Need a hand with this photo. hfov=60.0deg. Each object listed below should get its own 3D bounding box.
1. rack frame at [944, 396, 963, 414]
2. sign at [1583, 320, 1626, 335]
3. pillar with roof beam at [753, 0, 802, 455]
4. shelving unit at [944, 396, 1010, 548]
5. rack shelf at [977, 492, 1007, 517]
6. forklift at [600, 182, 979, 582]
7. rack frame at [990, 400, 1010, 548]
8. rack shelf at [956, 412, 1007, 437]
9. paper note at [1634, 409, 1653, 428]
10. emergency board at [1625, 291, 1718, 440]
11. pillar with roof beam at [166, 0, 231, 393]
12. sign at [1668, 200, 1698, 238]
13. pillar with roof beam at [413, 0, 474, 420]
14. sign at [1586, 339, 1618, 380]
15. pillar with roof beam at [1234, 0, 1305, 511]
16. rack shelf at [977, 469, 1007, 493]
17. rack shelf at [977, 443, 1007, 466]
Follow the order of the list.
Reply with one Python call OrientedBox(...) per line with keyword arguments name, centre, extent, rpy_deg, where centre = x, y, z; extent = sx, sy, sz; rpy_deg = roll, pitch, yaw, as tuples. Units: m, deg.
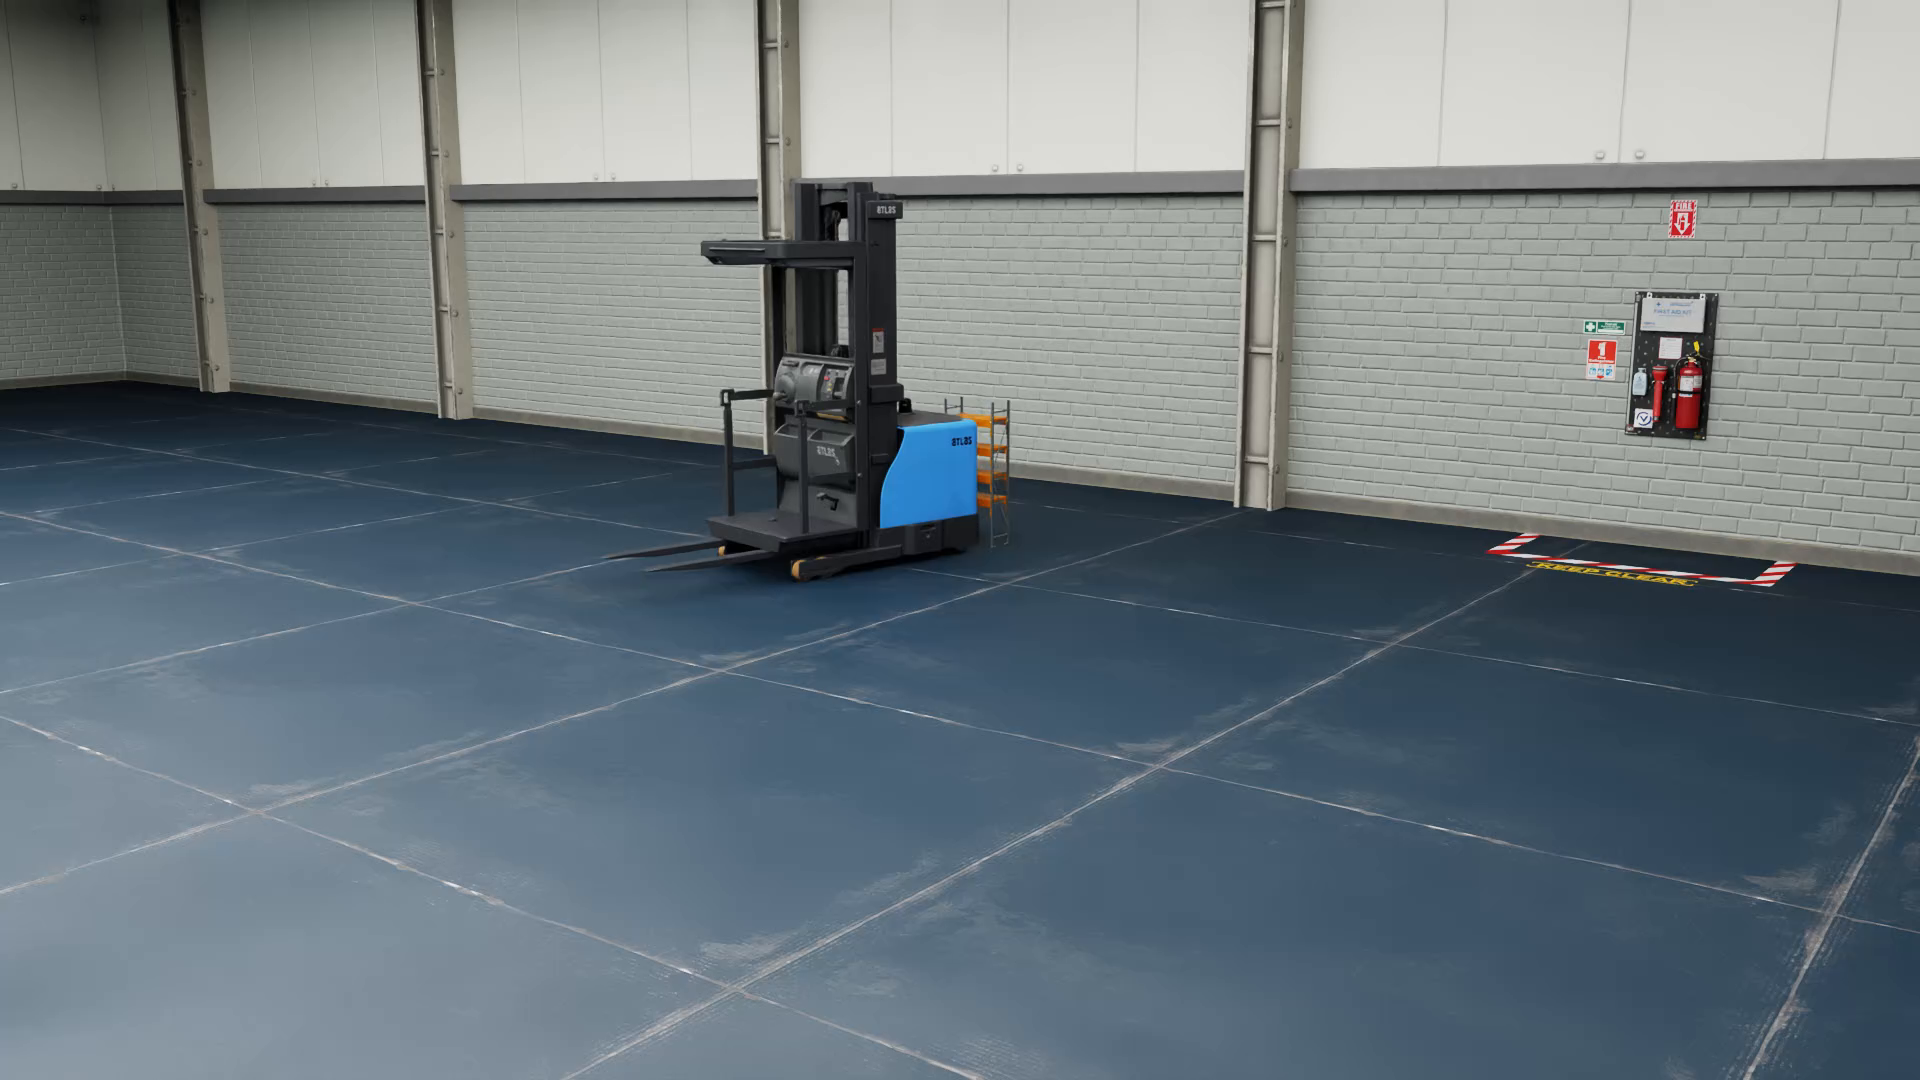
OrientedBox(name="rack frame", centre=(-0.053, -0.600, 13.972), extent=(0.015, 1.200, 0.240), rpy_deg=(8, 14, 37))
OrientedBox(name="sign", centre=(5.304, -1.750, 13.689), extent=(0.331, 0.109, 0.001), rpy_deg=(8, 13, 36))
OrientedBox(name="pillar with roof beam", centre=(-4.561, -4.748, 14.880), extent=(0.400, 9.000, 9.100), rpy_deg=(8, 13, 36))
OrientedBox(name="shelving unit", centre=(0.139, -0.571, 13.824), extent=(0.503, 1.200, 0.258), rpy_deg=(8, 14, 37))
OrientedBox(name="rack shelf", centre=(0.139, -0.310, 13.875), extent=(0.480, 0.148, 0.258), rpy_deg=(8, 14, 37))
OrientedBox(name="forklift", centre=(-1.287, -1.239, 12.716), extent=(3.031, 2.935, 1.130), rpy_deg=(-9, 14, -40))
OrientedBox(name="rack frame", centre=(0.331, -0.543, 13.677), extent=(0.015, 1.200, 0.240), rpy_deg=(8, 14, 37))
OrientedBox(name="rack shelf", centre=(0.139, -0.957, 13.750), extent=(0.480, 0.148, 0.258), rpy_deg=(8, 14, 37))
OrientedBox(name="paper note", centre=(5.588, -0.994, 13.591), extent=(0.142, 0.148, 0.016), rpy_deg=(8, 13, 36))
OrientedBox(name="emergency board", centre=(5.690, -1.396, 13.350), extent=(0.643, 1.169, 0.194), rpy_deg=(8, 13, 36))
OrientedBox(name="pillar with roof beam", centre=(-14.233, -6.097, 21.854), extent=(0.400, 9.000, 9.100), rpy_deg=(8, 13, 36))
OrientedBox(name="sign", centre=(5.742, -2.551, 13.213), extent=(0.199, 0.298, 0.001), rpy_deg=(8, 13, 36))
OrientedBox(name="pillar with roof beam", centre=(-9.397, -5.423, 18.367), extent=(0.400, 9.000, 9.100), rpy_deg=(8, 13, 36))
OrientedBox(name="sign", centre=(5.305, -1.492, 13.749), extent=(0.234, 0.329, 0.001), rpy_deg=(8, 13, 36))
OrientedBox(name="pillar with roof beam", centre=(0.275, -4.073, 11.394), extent=(0.400, 9.000, 9.100), rpy_deg=(8, 13, 36))
OrientedBox(name="rack shelf", centre=(0.139, -0.505, 13.837), extent=(0.480, 0.148, 0.258), rpy_deg=(8, 14, 37))
OrientedBox(name="rack shelf", centre=(0.139, -0.725, 13.795), extent=(0.480, 0.148, 0.258), rpy_deg=(8, 14, 37))
